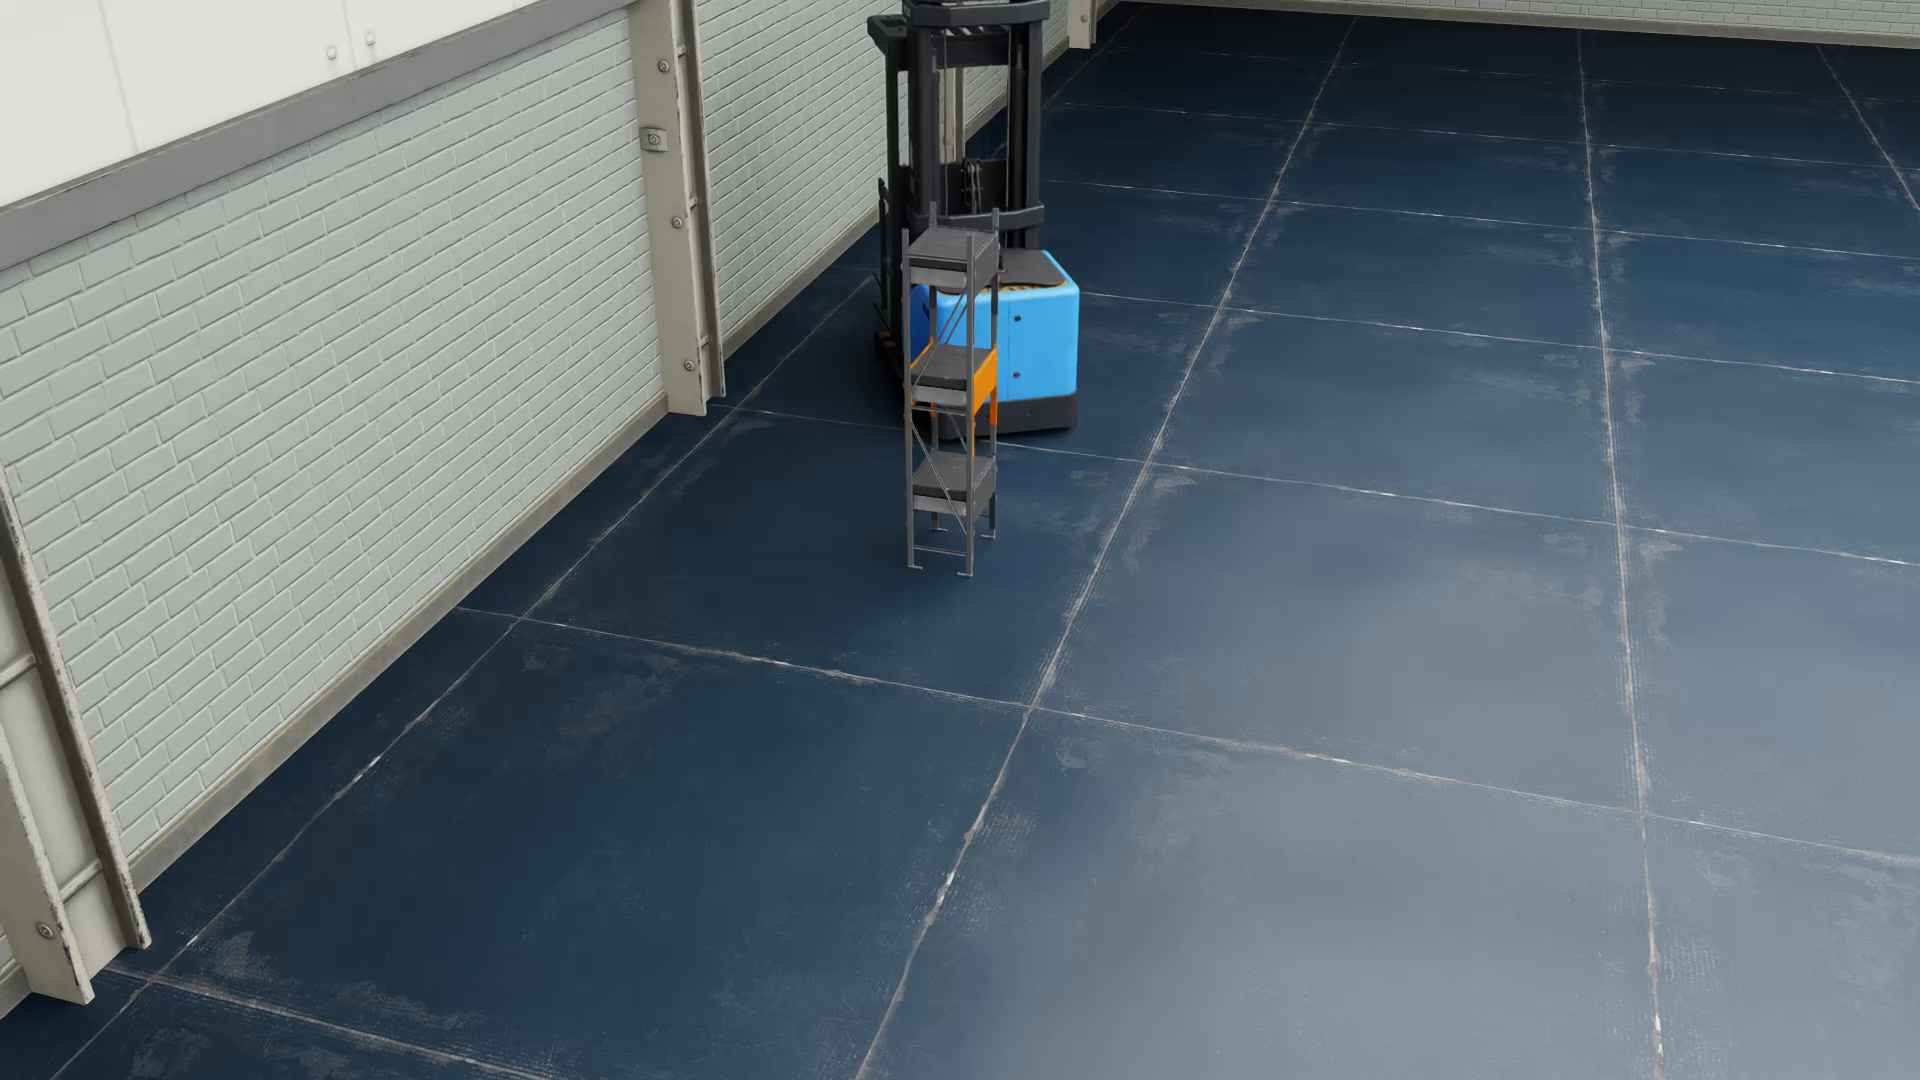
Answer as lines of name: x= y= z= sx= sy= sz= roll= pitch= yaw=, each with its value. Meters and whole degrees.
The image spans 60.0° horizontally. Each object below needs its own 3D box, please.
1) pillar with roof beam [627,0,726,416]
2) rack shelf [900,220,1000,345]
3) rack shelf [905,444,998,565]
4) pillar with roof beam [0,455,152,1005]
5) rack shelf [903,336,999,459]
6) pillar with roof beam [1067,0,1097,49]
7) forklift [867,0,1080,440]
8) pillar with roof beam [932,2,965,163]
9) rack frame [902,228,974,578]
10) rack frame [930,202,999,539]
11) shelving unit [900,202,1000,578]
pillar with roof beam: x=2.201 y=-4.313 z=8.746 sx=9.100 sy=9.000 sz=0.400 roll=8 pitch=30 yaw=15
rack shelf: x=-0.049 y=-1.440 z=9.268 sx=0.431 sy=0.518 sz=0.480 roll=8 pitch=30 yaw=15
rack shelf: x=-0.049 y=-0.217 z=9.948 sx=0.431 sy=0.518 sz=0.480 roll=8 pitch=30 yaw=15
pillar with roof beam: x=0.440 y=-1.524 z=3.733 sx=9.100 sy=9.000 sz=0.400 roll=8 pitch=30 yaw=15
rack shelf: x=-0.049 y=-0.829 z=9.608 sx=0.431 sy=0.518 sz=0.480 roll=8 pitch=30 yaw=15
pillar with roof beam: x=5.724 y=-9.889 z=18.770 sx=9.100 sy=9.000 sz=0.400 roll=8 pitch=30 yaw=15
forklift: x=-0.032 y=-2.667 z=12.029 sx=1.130 sy=2.935 sz=3.031 roll=-7 pitch=30 yaw=-12
pillar with roof beam: x=3.963 y=-7.101 z=13.758 sx=9.100 sy=9.000 sz=0.400 roll=8 pitch=30 yaw=15
rack frame: x=-0.120 y=-0.727 z=9.397 sx=0.400 sy=2.100 sz=0.015 roll=8 pitch=30 yaw=15
rack frame: x=0.023 y=-0.954 z=9.805 sx=0.400 sy=2.100 sz=0.015 roll=8 pitch=30 yaw=15
shelving unit: x=-0.049 y=-0.841 z=9.601 sx=0.431 sy=2.100 sz=0.503 roll=8 pitch=30 yaw=15
